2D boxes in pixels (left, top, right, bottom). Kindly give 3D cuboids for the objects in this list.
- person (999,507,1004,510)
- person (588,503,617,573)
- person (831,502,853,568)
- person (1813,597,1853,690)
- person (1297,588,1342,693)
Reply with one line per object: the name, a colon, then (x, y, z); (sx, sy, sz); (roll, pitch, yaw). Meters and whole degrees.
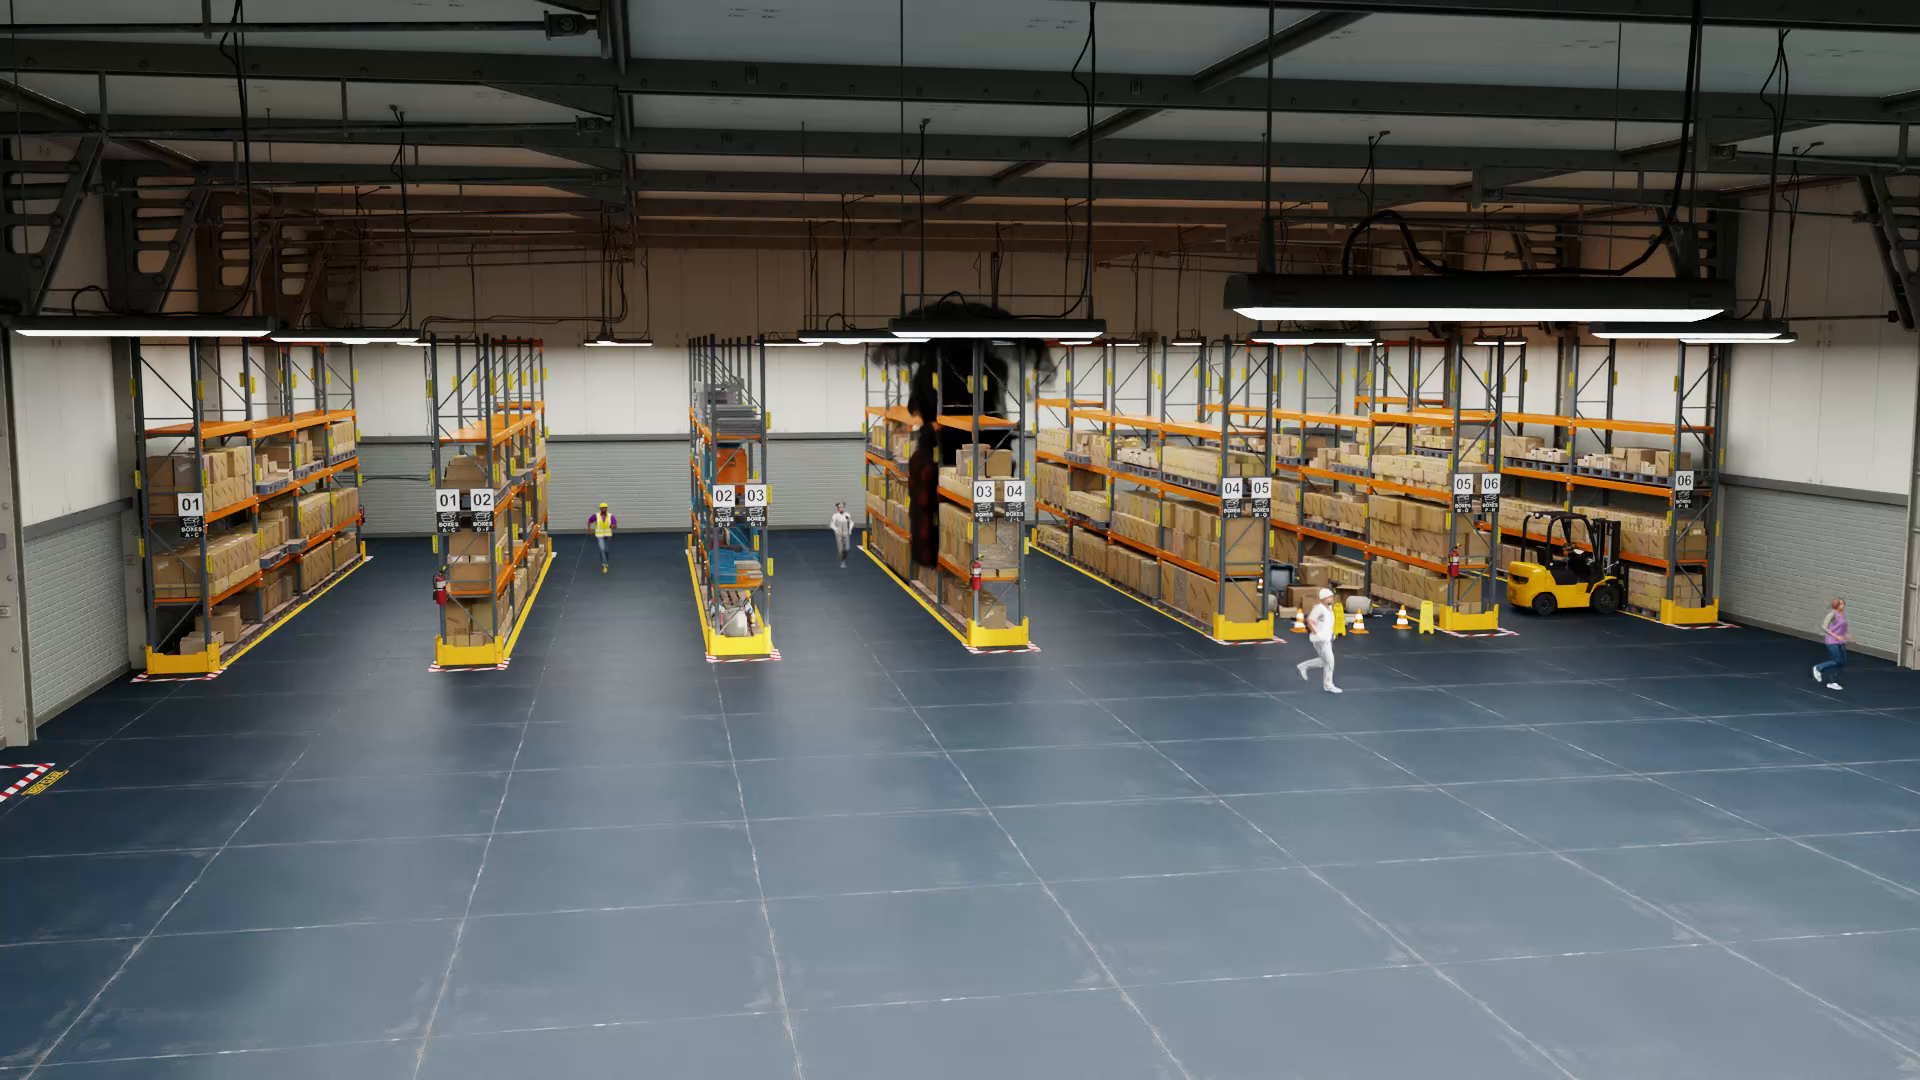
person: (0.945, -0.643, 48.735); (0.738, 1.629, 0.665); (2, 7, 18)
person: (-9.196, -0.087, 42.940); (0.717, 1.749, 1.005); (-3, 7, -24)
person: (-2.912, -0.115, 41.347); (0.589, 1.679, 0.527); (-1, 7, -12)
person: (14.761, 1.738, 28.114); (0.530, 1.555, 0.537); (-4, 8, -33)
person: (6.022, 1.675, 27.898); (0.780, 1.753, 0.706); (4, 8, 30)
